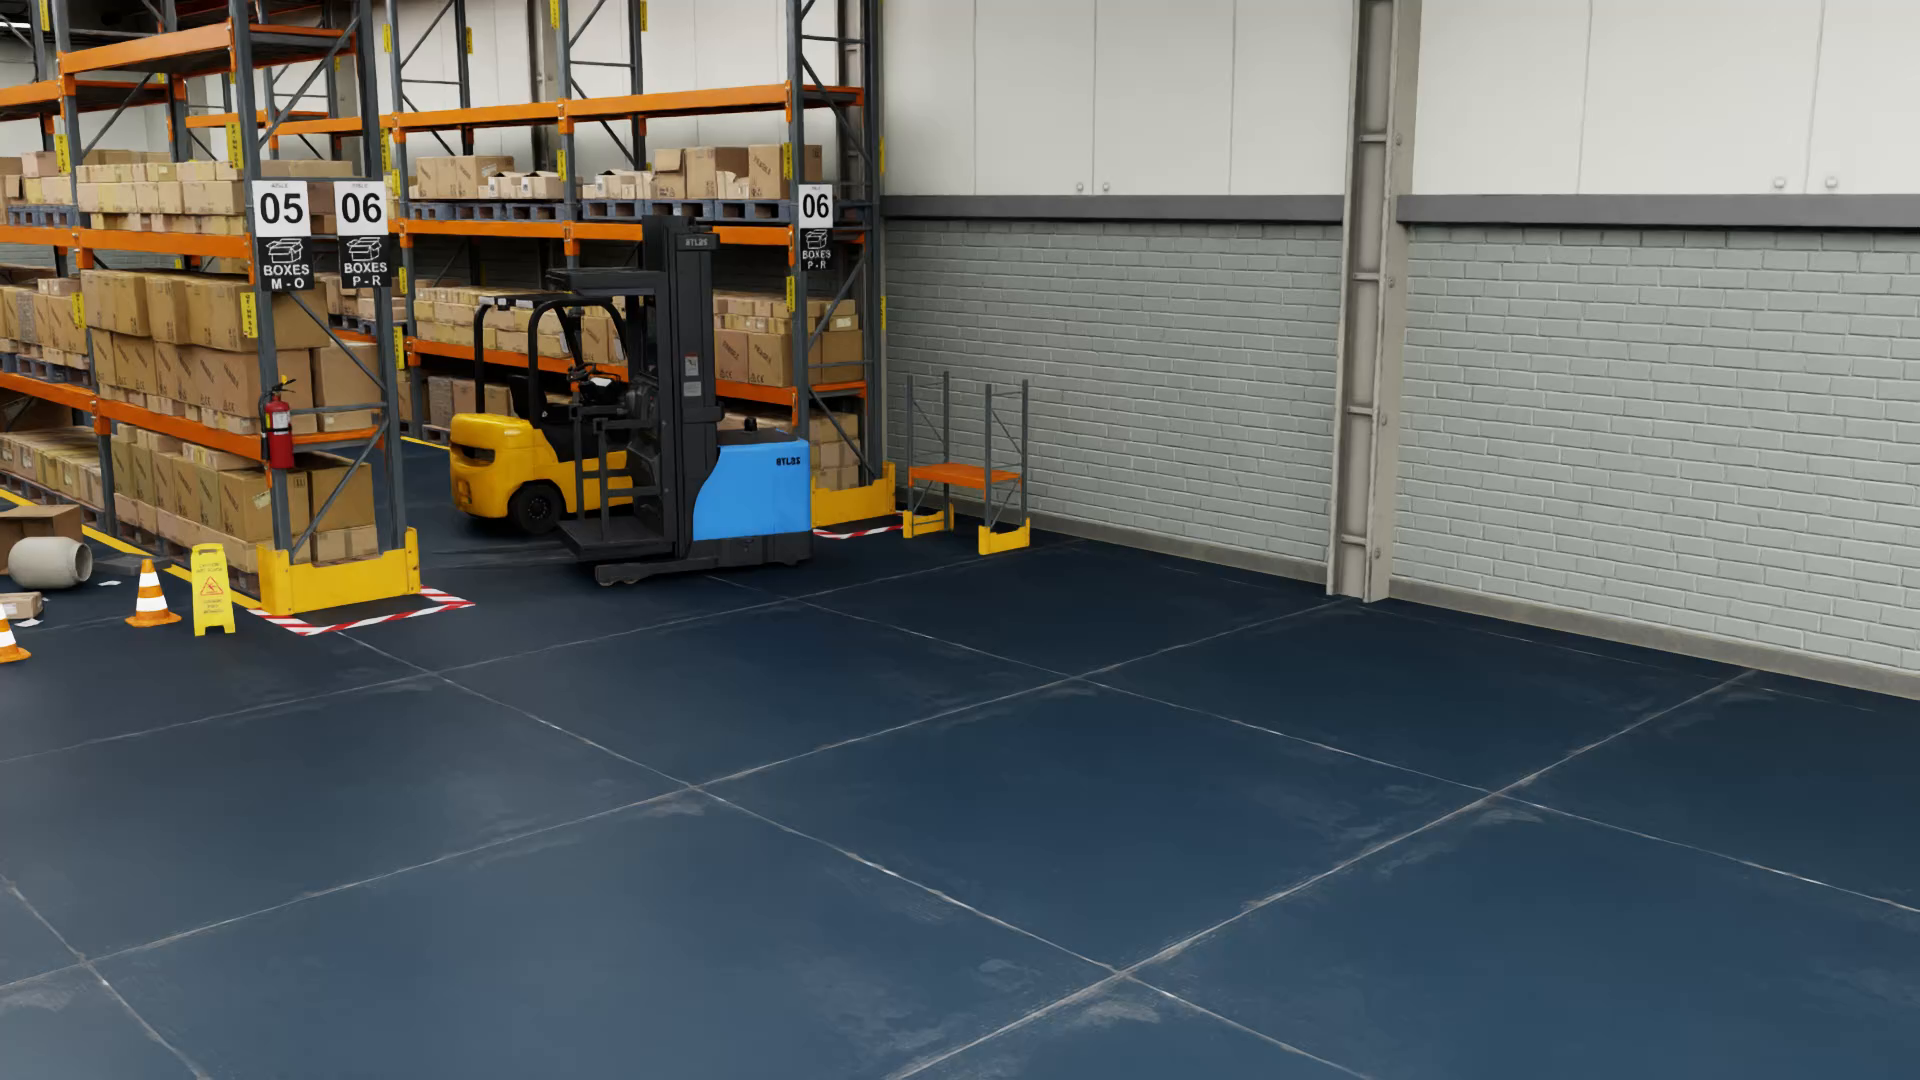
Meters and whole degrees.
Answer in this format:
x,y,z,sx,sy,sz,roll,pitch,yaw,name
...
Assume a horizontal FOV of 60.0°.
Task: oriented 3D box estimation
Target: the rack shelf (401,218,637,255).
x,y,z,sx,sy,sz,roll,pitch,yaw,name
-5.315,-3.673,19.996,1.077,0.370,4.000,-11,16,-43,rack shelf

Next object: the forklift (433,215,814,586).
x,y,z,sx,sy,sz,roll,pitch,yaw,name
-2.813,-1.183,13.729,3.031,2.935,1.130,-5,13,-23,forklift

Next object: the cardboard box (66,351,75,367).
x,y,z,sx,sy,sz,roll,pitch,yaw,name
-8.246,-1.733,15.809,0.250,0.149,0.380,11,16,43,cardboard box

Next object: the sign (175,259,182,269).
x,y,z,sx,sy,sz,roll,pitch,yaw,name
-12.613,-4.364,26.855,0.100,0.325,0.005,-11,16,-43,sign

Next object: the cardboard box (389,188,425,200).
x,y,z,sx,sy,sz,roll,pitch,yaw,name
-7.115,-4.458,21.403,0.380,0.149,0.250,-10,16,-41,cardboard box

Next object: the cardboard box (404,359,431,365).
x,y,z,sx,sy,sz,roll,pitch,yaw,name
-7.561,-2.419,23.103,0.380,0.149,0.250,-11,16,-44,cardboard box

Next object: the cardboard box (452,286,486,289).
x,y,z,sx,sy,sz,roll,pitch,yaw,name
-6.325,-3.196,21.474,0.380,0.149,0.250,-10,15,-41,cardboard box

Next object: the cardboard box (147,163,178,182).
x,y,z,sx,sy,sz,roll,pitch,yaw,name
-6.289,-2.953,13.361,0.380,0.149,0.250,-10,16,-41,cardboard box

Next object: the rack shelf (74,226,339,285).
x,y,z,sx,sy,sz,roll,pitch,yaw,name
-6.140,-2.397,13.802,1.077,0.370,4.000,-11,16,-43,rack shelf

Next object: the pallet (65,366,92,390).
x,y,z,sx,sy,sz,roll,pitch,yaw,name
-7.944,-1.610,16.108,1.003,0.211,1.213,-11,16,-43,pallet

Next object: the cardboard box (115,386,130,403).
x,y,z,sx,sy,sz,roll,pitch,yaw,name
-7.324,-1.329,14.891,0.380,0.149,0.250,-10,15,-41,cardboard box

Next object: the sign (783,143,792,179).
x,y,z,sx,sy,sz,roll,pitch,yaw,name
-1.574,-3.471,15.234,0.100,0.325,0.005,-11,16,-43,sign

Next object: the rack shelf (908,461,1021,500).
x,y,z,sx,sy,sz,roll,pitch,yaw,name
0.059,-0.546,15.075,0.538,0.185,1.000,-11,16,-43,rack shelf

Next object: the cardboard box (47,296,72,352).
x,y,z,sx,sy,sz,roll,pitch,yaw,name
-8.350,-2.081,15.889,0.500,0.500,0.500,-11,16,-42,cardboard box

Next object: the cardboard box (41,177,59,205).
x,y,z,sx,sy,sz,roll,pitch,yaw,name
-8.375,-3.314,15.797,0.500,0.250,0.500,-11,16,-42,cardboard box

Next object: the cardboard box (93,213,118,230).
x,y,z,sx,sy,sz,roll,pitch,yaw,name
-7.345,-2.793,14.560,0.380,0.149,0.250,-11,16,-42,cardboard box

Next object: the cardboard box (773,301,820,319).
x,y,z,sx,sy,sz,roll,pitch,yaw,name
-1.571,-2.216,15.981,0.380,0.149,0.250,-11,16,-42,cardboard box

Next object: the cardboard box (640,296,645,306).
x,y,z,sx,sy,sz,roll,pitch,yaw,name
-3.198,-2.542,17.561,0.380,0.149,0.250,-11,16,-43,cardboard box

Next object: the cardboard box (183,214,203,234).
x,y,z,sx,sy,sz,roll,pitch,yaw,name
-5.895,-2.499,13.136,0.380,0.149,0.250,-11,16,-43,cardboard box

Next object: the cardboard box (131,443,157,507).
x,y,z,sx,sy,sz,roll,pitch,yaw,name
-6.931,-0.599,14.637,0.500,0.500,0.500,-10,15,-40,cardboard box

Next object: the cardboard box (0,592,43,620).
x,y,z,sx,sy,sz,roll,pitch,yaw,name
-7.125,0.498,12.465,0.380,0.149,0.250,-3,12,-13,cardboard box

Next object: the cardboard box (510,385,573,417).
x,y,z,sx,sy,sz,roll,pitch,yaw,name
-4.833,-1.496,19.923,0.875,0.625,0.625,-11,16,-43,cardboard box

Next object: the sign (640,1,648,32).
x,y,z,sx,sy,sz,roll,pitch,yaw,name
-3.516,-5.812,18.452,0.100,0.325,0.005,-11,16,-43,sign

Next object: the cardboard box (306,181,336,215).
x,y,z,sx,sy,sz,roll,pitch,yaw,name
-4.914,-2.641,12.834,0.500,0.250,0.500,-11,16,-44,cardboard box

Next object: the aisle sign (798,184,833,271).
x,y,z,sx,sy,sz,roll,pitch,yaw,name
-1.339,-2.904,15.468,0.394,0.787,0.004,-11,16,-43,aisle sign

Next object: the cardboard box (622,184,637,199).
x,y,z,sx,sy,sz,roll,pitch,yaw,name
-3.313,-3.646,17.412,0.380,0.149,0.250,-10,15,-41,cardboard box

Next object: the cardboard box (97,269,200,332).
x,y,z,sx,sy,sz,roll,pitch,yaw,name
-7.037,-2.085,14.473,0.700,0.500,0.500,-11,16,-42,cardboard box

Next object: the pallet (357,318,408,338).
x,y,z,sx,sy,sz,roll,pitch,yaw,name
-7.215,-2.844,22.095,1.213,0.211,1.003,-11,16,-43,pallet

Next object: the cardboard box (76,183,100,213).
x,y,z,sx,sy,sz,roll,pitch,yaw,name
-7.415,-3.012,14.635,0.500,0.250,0.500,-11,16,-44,cardboard box

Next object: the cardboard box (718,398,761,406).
x,y,z,sx,sy,sz,roll,pitch,yaw,name
-2.401,-1.349,17.659,0.500,0.250,0.500,-11,16,-44,cardboard box

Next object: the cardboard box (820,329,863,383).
x,y,z,sx,sy,sz,roll,pitch,yaw,name
-1.313,-1.841,16.504,0.500,0.500,0.500,-10,15,-41,cardboard box

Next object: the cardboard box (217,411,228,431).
x,y,z,sx,sy,sz,roll,pitch,yaw,name
-5.589,-0.952,13.062,0.380,0.149,0.250,-11,16,-44,cardboard box

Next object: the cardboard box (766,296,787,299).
x,y,z,sx,sy,sz,roll,pitch,yaw,name
-1.758,-2.390,16.823,0.380,0.149,0.250,-11,16,-42,cardboard box

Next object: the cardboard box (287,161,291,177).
x,y,z,sx,sy,sz,roll,pitch,yaw,name
-5.042,-2.840,12.815,0.380,0.149,0.250,-11,16,-43,cardboard box

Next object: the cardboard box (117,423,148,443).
x,y,z,sx,sy,sz,roll,pitch,yaw,name
-7.266,-0.966,14.813,0.380,0.149,0.250,-11,16,-42,cardboard box

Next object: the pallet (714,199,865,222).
x,y,z,sx,sy,sz,roll,pitch,yaw,name
-1.641,-3.214,16.200,1.003,0.211,1.213,-11,16,-43,pallet

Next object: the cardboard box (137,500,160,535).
x,y,z,sx,sy,sz,roll,pitch,yaw,name
-6.932,-0.231,14.713,0.500,0.250,0.500,-10,15,-39,cardboard box

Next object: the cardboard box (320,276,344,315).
x,y,z,sx,sy,sz,roll,pitch,yaw,name
-8.387,-3.395,23.007,0.700,0.500,0.500,-11,16,-43,cardboard box

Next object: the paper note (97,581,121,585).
x,y,z,sx,sy,sz,roll,pitch,yaw,name
-6.899,0.345,13.501,0.148,0.019,0.142,6,13,26,paper note

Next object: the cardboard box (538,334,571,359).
x,y,z,sx,sy,sz,roll,pitch,yaw,name
-4.471,-2.228,19.004,0.500,0.250,0.500,-10,16,-41,cardboard box

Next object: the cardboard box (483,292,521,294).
x,y,z,sx,sy,sz,roll,pitch,yaw,name
-5.541,-2.916,20.116,0.380,0.149,0.250,-11,16,-43,cardboard box

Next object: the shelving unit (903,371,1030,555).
x,y,z,sx,sy,sz,roll,pitch,yaw,name
0.053,-0.723,15.045,0.587,1.500,1.083,-11,16,-43,shelving unit

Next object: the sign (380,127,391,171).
x,y,z,sx,sy,sz,roll,pitch,yaw,name
-4.367,-2.962,12.592,0.100,0.325,0.005,-11,16,-43,sign

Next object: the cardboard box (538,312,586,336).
x,y,z,sx,sy,sz,roll,pitch,yaw,name
-4.458,-2.472,18.949,0.500,0.250,0.500,-11,16,-44,cardboard box

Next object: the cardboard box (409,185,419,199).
x,y,z,sx,sy,sz,roll,pitch,yaw,name
-6.675,-4.365,20.859,0.380,0.166,0.250,-11,16,-43,cardboard box

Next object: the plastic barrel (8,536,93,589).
x,y,z,sx,sy,sz,roll,pitch,yaw,name
-7.280,0.183,13.315,0.512,0.421,0.421,-1,12,-4,plastic barrel

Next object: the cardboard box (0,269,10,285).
x,y,z,sx,sy,sz,roll,pitch,yaw,name
-10.830,-2.734,18.361,0.500,0.500,0.500,11,16,44,cardboard box

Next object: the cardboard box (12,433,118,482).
x,y,z,sx,sy,sz,roll,pitch,yaw,name
-9.385,-0.885,17.581,0.950,0.372,0.625,-11,16,-44,cardboard box

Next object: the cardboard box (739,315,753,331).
x,y,z,sx,sy,sz,roll,pitch,yaw,name
-1.947,-2.139,16.342,0.380,0.149,0.250,-11,16,-42,cardboard box

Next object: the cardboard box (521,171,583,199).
x,y,z,sx,sy,sz,roll,pitch,yaw,name
-4.610,-4.017,18.811,0.500,0.311,0.500,11,16,43,cardboard box

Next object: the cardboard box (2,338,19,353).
x,y,z,sx,sy,sz,roll,pitch,yaw,name
-9.692,-2.030,17.253,0.380,0.149,0.250,-11,16,-42,cardboard box

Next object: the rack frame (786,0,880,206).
x,y,z,sx,sy,sz,roll,pitch,yaw,name
-1.172,-4.619,15.370,1.000,3.000,0.127,-11,16,-43,rack frame

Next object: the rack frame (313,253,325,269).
x,y,z,sx,sy,sz,roll,pitch,yaw,name
-9.459,-3.432,24.476,1.000,3.000,0.127,-11,16,-43,rack frame

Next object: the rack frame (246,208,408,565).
x,y,z,sx,sy,sz,roll,pitch,yaw,name
-4.759,-0.989,12.616,1.000,3.000,0.127,-11,16,-43,rack frame

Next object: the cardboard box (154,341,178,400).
x,y,z,sx,sy,sz,roll,pitch,yaw,name
-6.355,-1.448,13.860,0.500,0.500,0.500,-11,16,-42,cardboard box

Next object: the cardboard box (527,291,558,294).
x,y,z,sx,sy,sz,roll,pitch,yaw,name
-5.041,-2.942,20.239,0.380,0.149,0.250,-11,16,-42,cardboard box

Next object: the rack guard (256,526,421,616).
x,y,z,sx,sy,sz,roll,pitch,yaw,name
-4.811,0.224,12.922,1.175,0.500,0.348,-11,16,-43,rack guard
